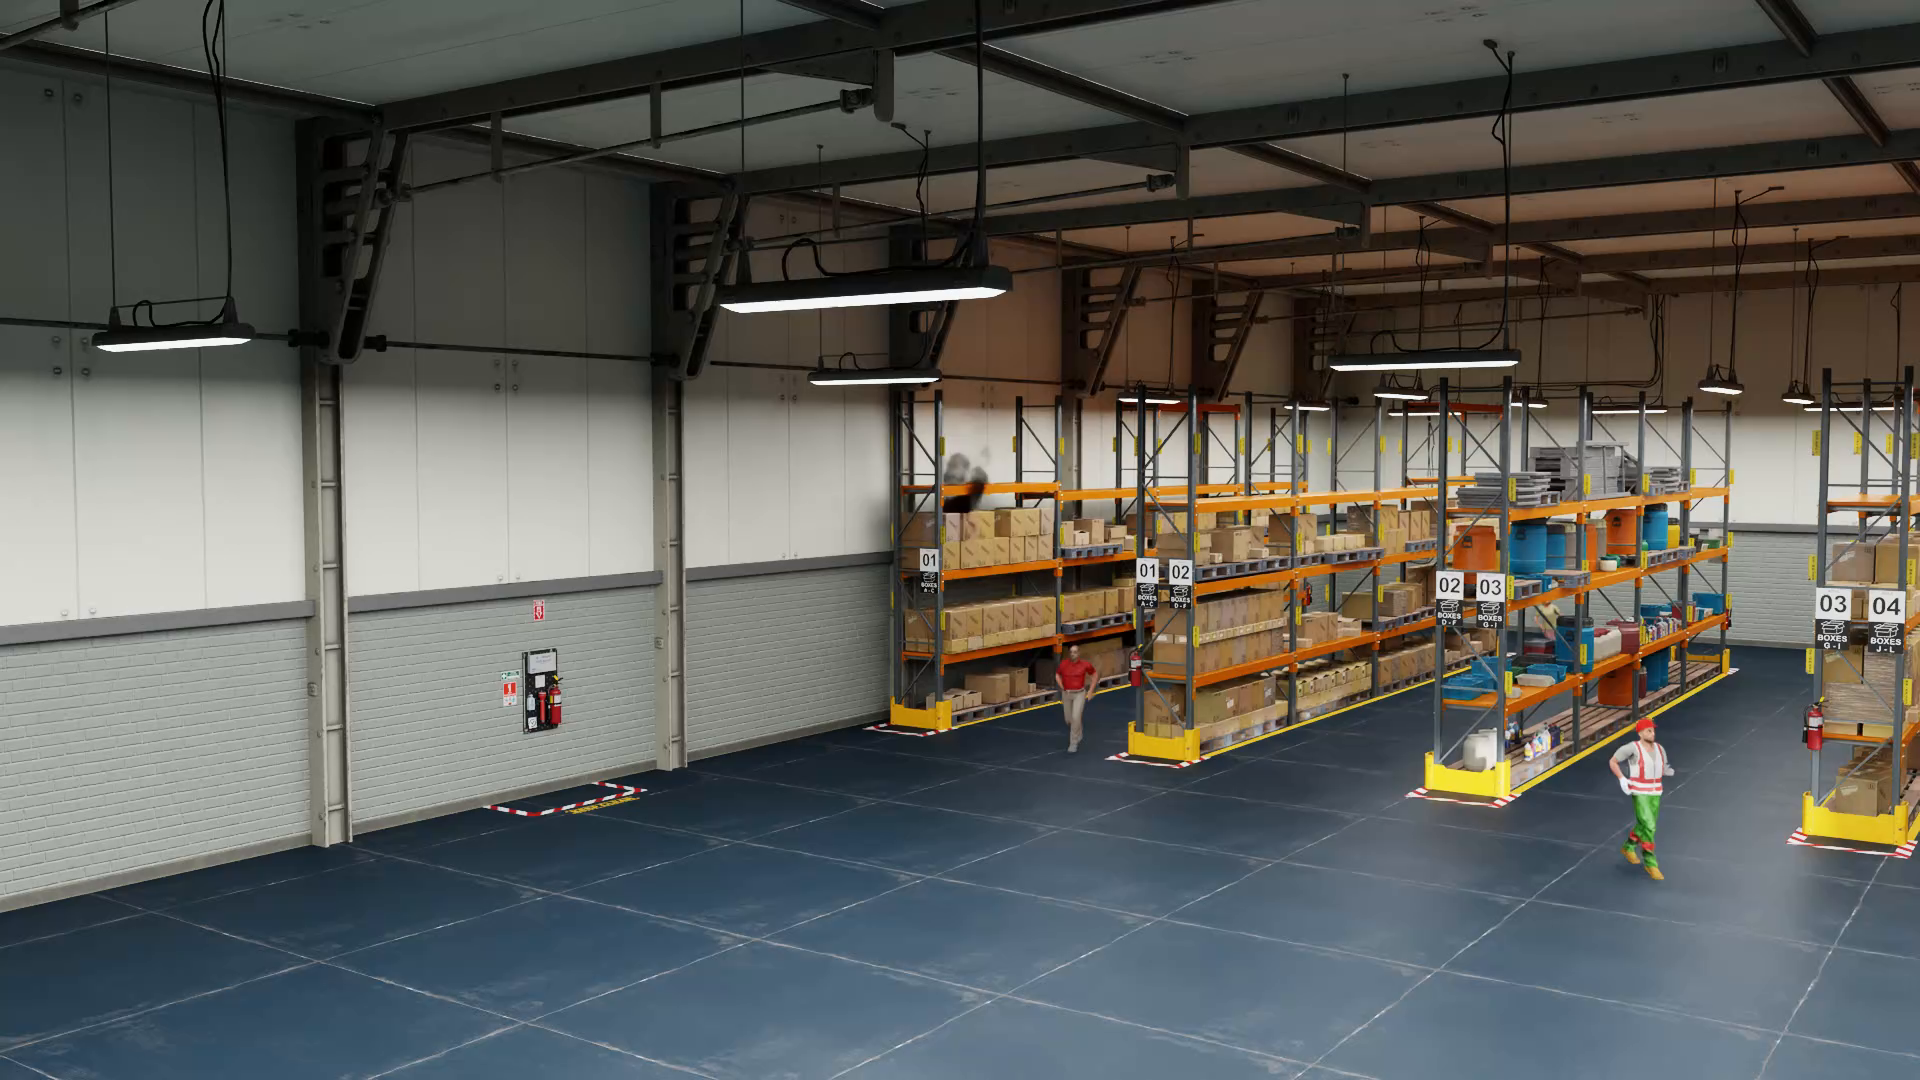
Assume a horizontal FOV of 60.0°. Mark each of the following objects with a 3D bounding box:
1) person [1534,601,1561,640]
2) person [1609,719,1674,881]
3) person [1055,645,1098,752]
[{"bbox_3d":[13.487,2.025,38.121,0.611,1.556,0.467,1,3,20],"label":"person"},{"bbox_3d":[8.026,3.000,19.505,0.640,1.824,0.813,-1,3,-20],"label":"person"},{"bbox_3d":[1.909,2.608,27.600,0.701,1.737,0.849,1,3,23],"label":"person"}]
